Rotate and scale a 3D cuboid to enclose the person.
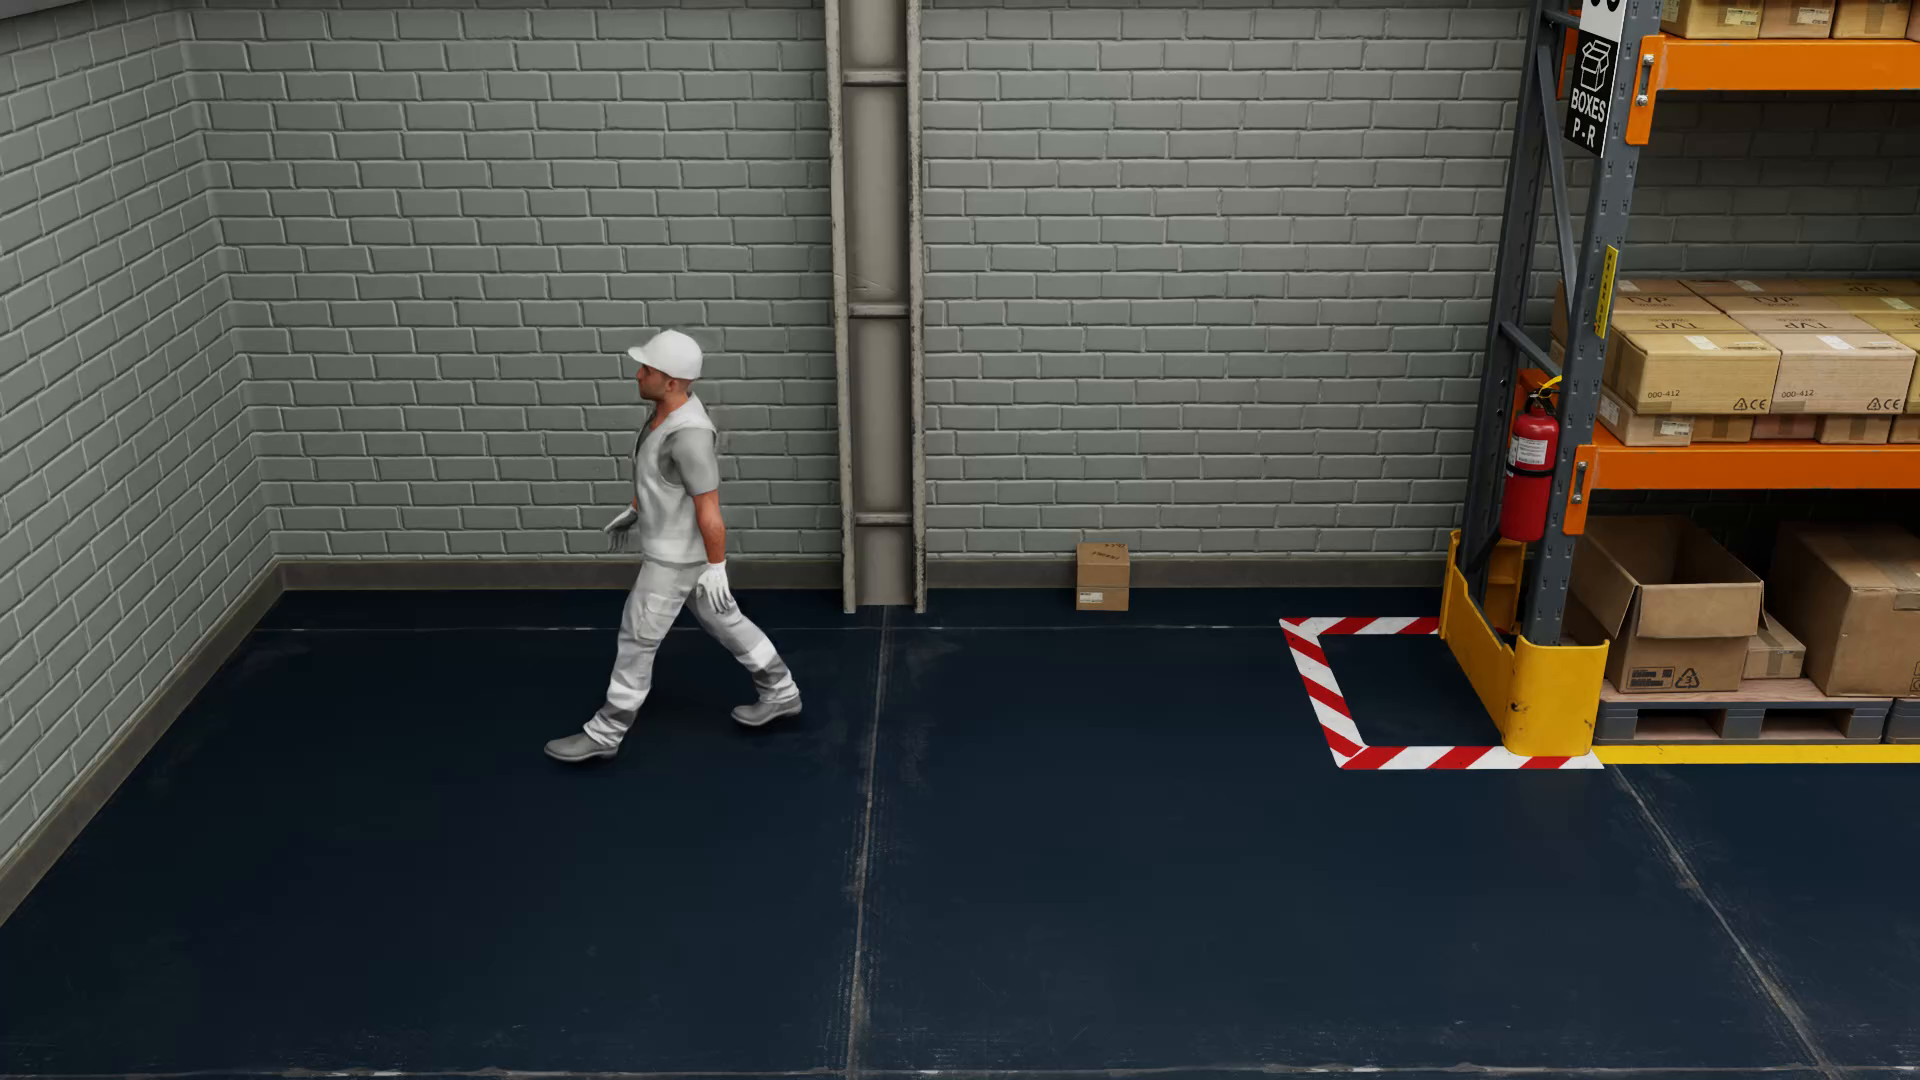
[{"bbox_3d":[-1.173,0.037,6.540,1.053,1.690,0.605,-5,24,-10],"label":"person"}]
